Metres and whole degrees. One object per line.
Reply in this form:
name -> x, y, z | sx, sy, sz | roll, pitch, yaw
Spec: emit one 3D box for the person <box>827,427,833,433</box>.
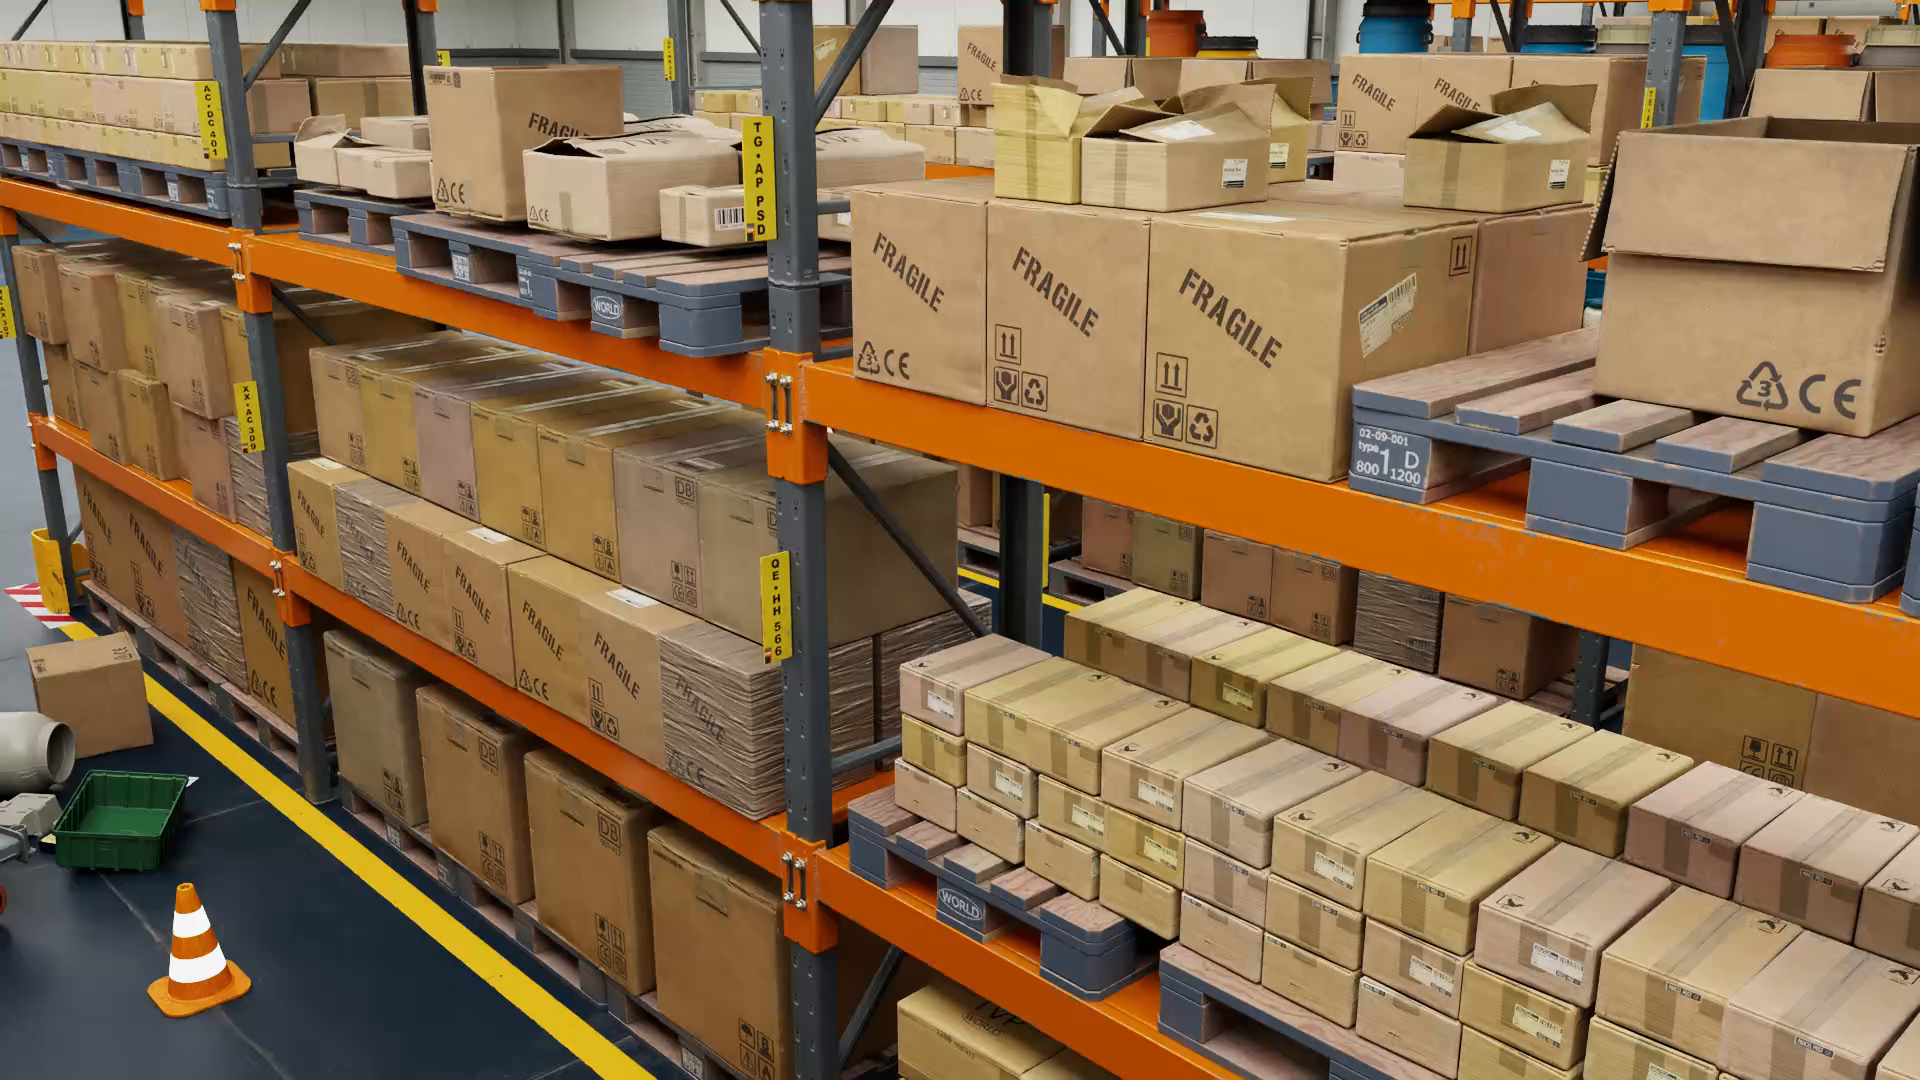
person -> -0.943, -0.108, 9.851 | 0.588, 1.771, 0.464 | -16, 24, -42
